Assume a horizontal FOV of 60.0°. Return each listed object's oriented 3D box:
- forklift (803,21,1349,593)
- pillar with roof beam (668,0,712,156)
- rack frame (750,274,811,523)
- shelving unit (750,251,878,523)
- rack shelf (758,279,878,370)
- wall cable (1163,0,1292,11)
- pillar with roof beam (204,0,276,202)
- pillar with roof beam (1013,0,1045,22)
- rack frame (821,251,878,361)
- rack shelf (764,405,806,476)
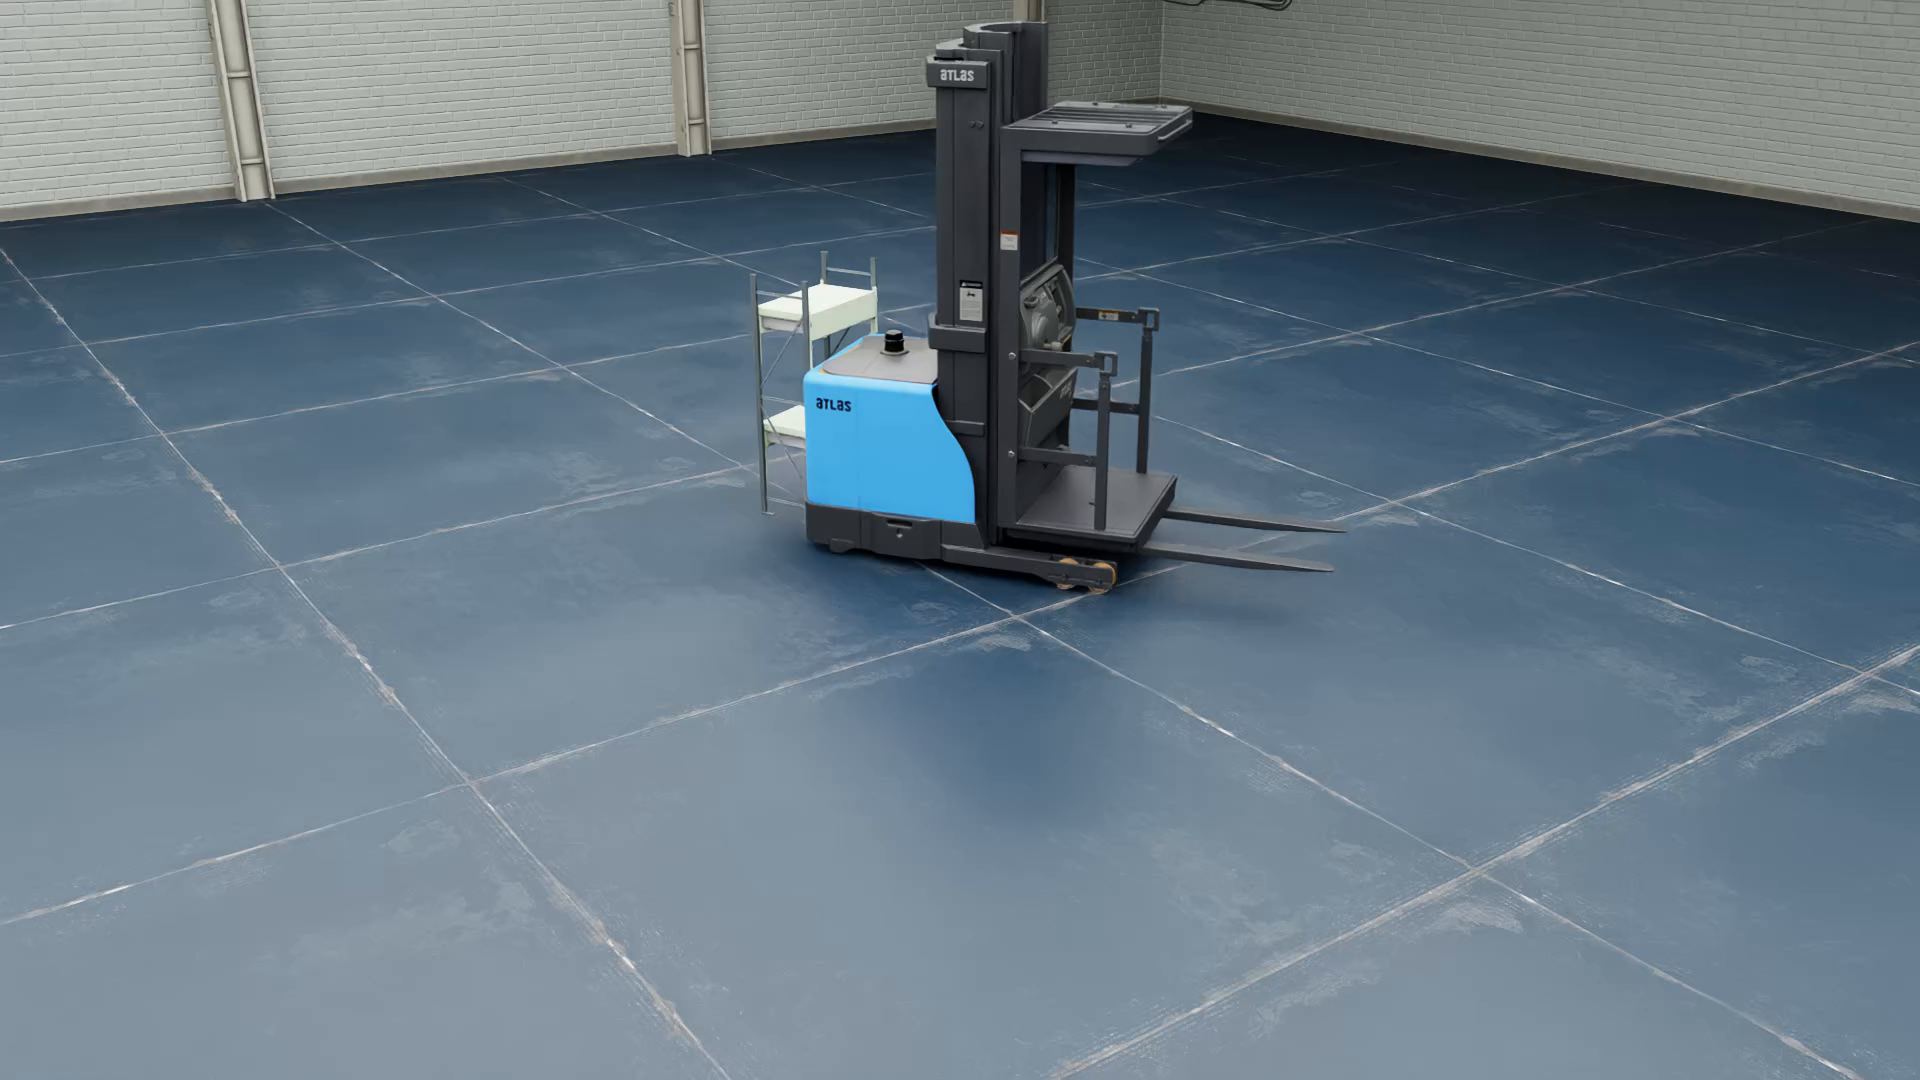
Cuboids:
[{"bbox_3d":[0.673,-1.289,9.171,3.031,2.935,1.130,7,23,18],"label":"forklift"},{"bbox_3d":[-1.264,-8.382,18.760,0.400,9.000,9.100,-15,26,-33],"label":"pillar with roof beam"},{"bbox_3d":[-1.054,-0.828,9.948,0.400,1.500,0.023,12,25,28],"label":"rack frame"},{"bbox_3d":[-0.870,-0.945,10.242,0.431,1.500,0.755,12,25,28],"label":"shelving unit"},{"bbox_3d":[-0.870,-1.308,10.097,0.431,0.370,0.720,12,25,28],"label":"rack shelf"},{"bbox_3d":[4.256,-9.773,26.436,0.112,2.526,3.097,-15,26,-33],"label":"wall cable"},{"bbox_3d":[-6.134,-7.083,15.505,0.400,9.000,9.100,-15,26,-33],"label":"pillar with roof beam"},{"bbox_3d":[3.607,-9.681,22.014,0.400,9.000,9.100,-15,26,-33],"label":"pillar with roof beam"},{"bbox_3d":[-0.686,-1.063,10.536,0.400,1.500,0.023,12,25,28],"label":"rack frame"},{"bbox_3d":[-0.870,-0.643,10.363,0.431,0.370,0.720,12,25,28],"label":"rack shelf"}]
